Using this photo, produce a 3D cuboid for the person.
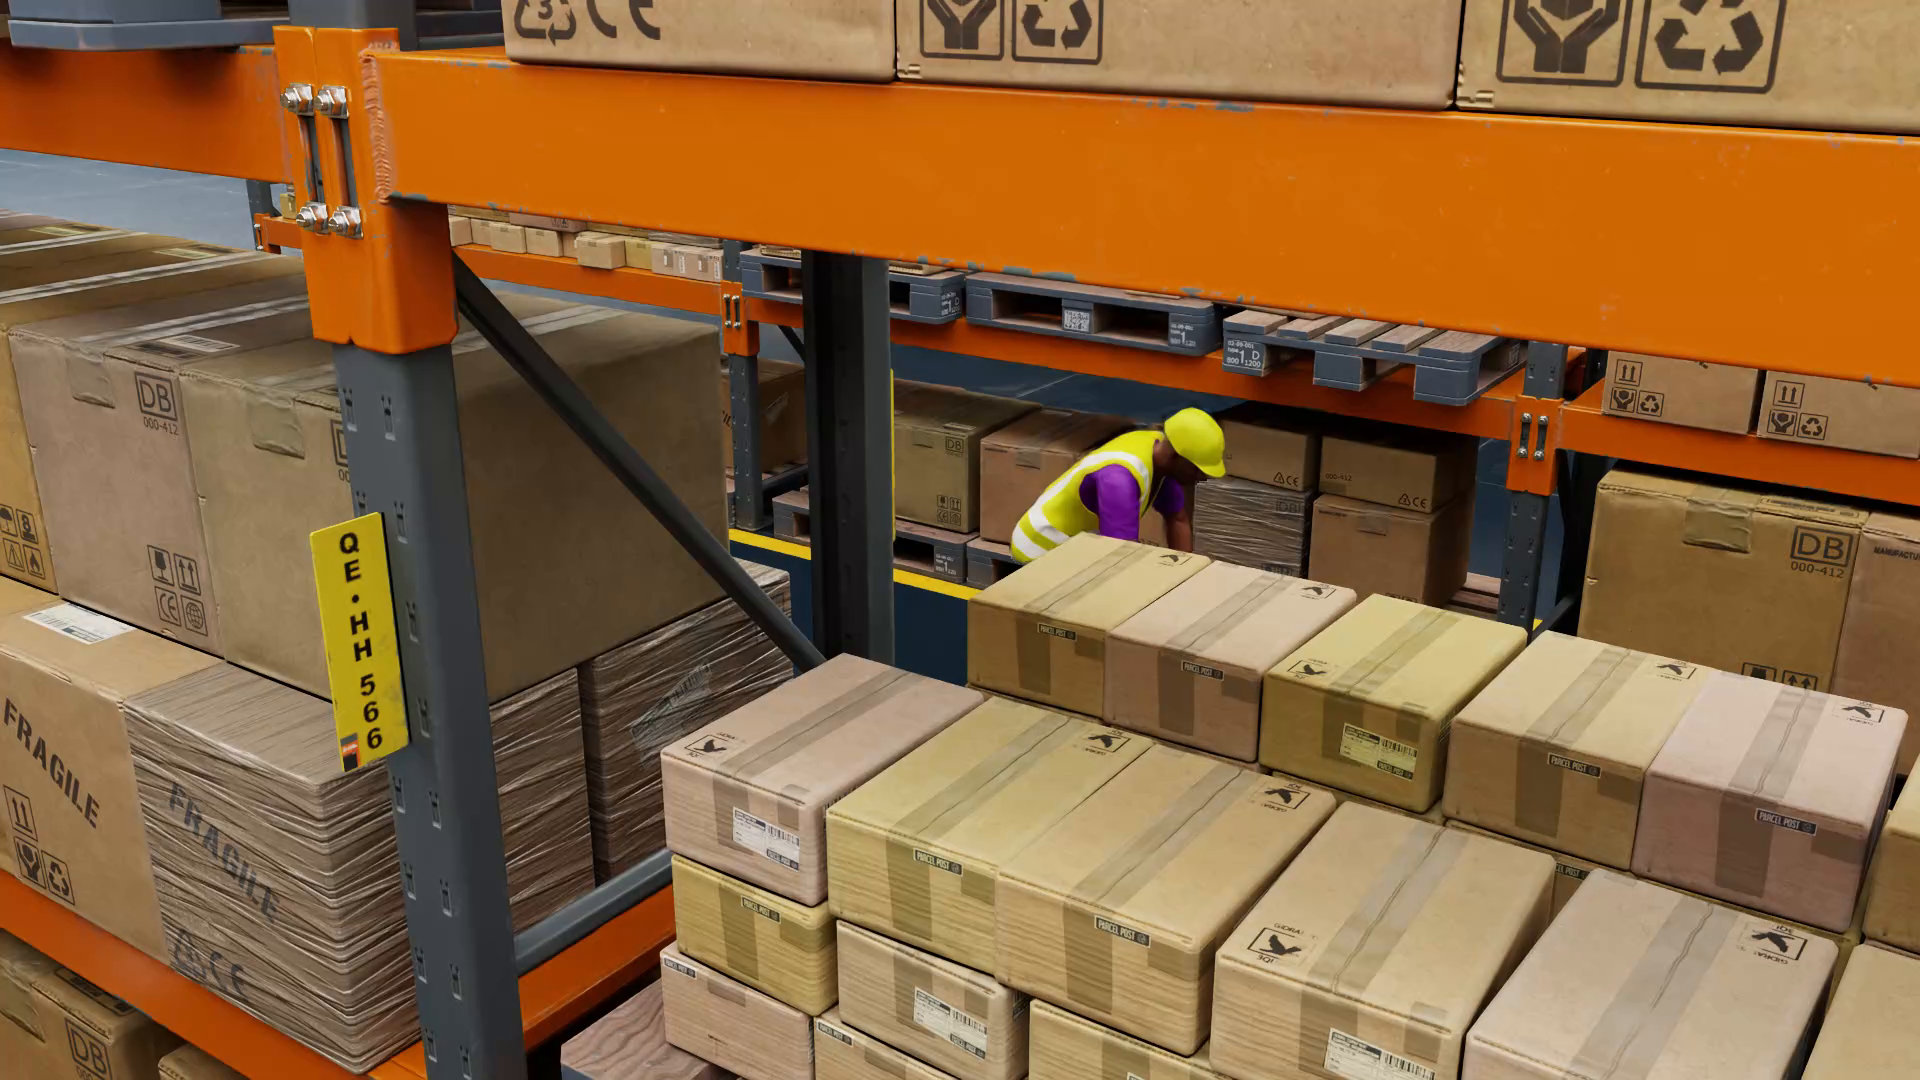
[{"bbox_3d":[0.620,0.088,6.459,0.802,1.317,0.630,12,23,30],"label":"person"}]
